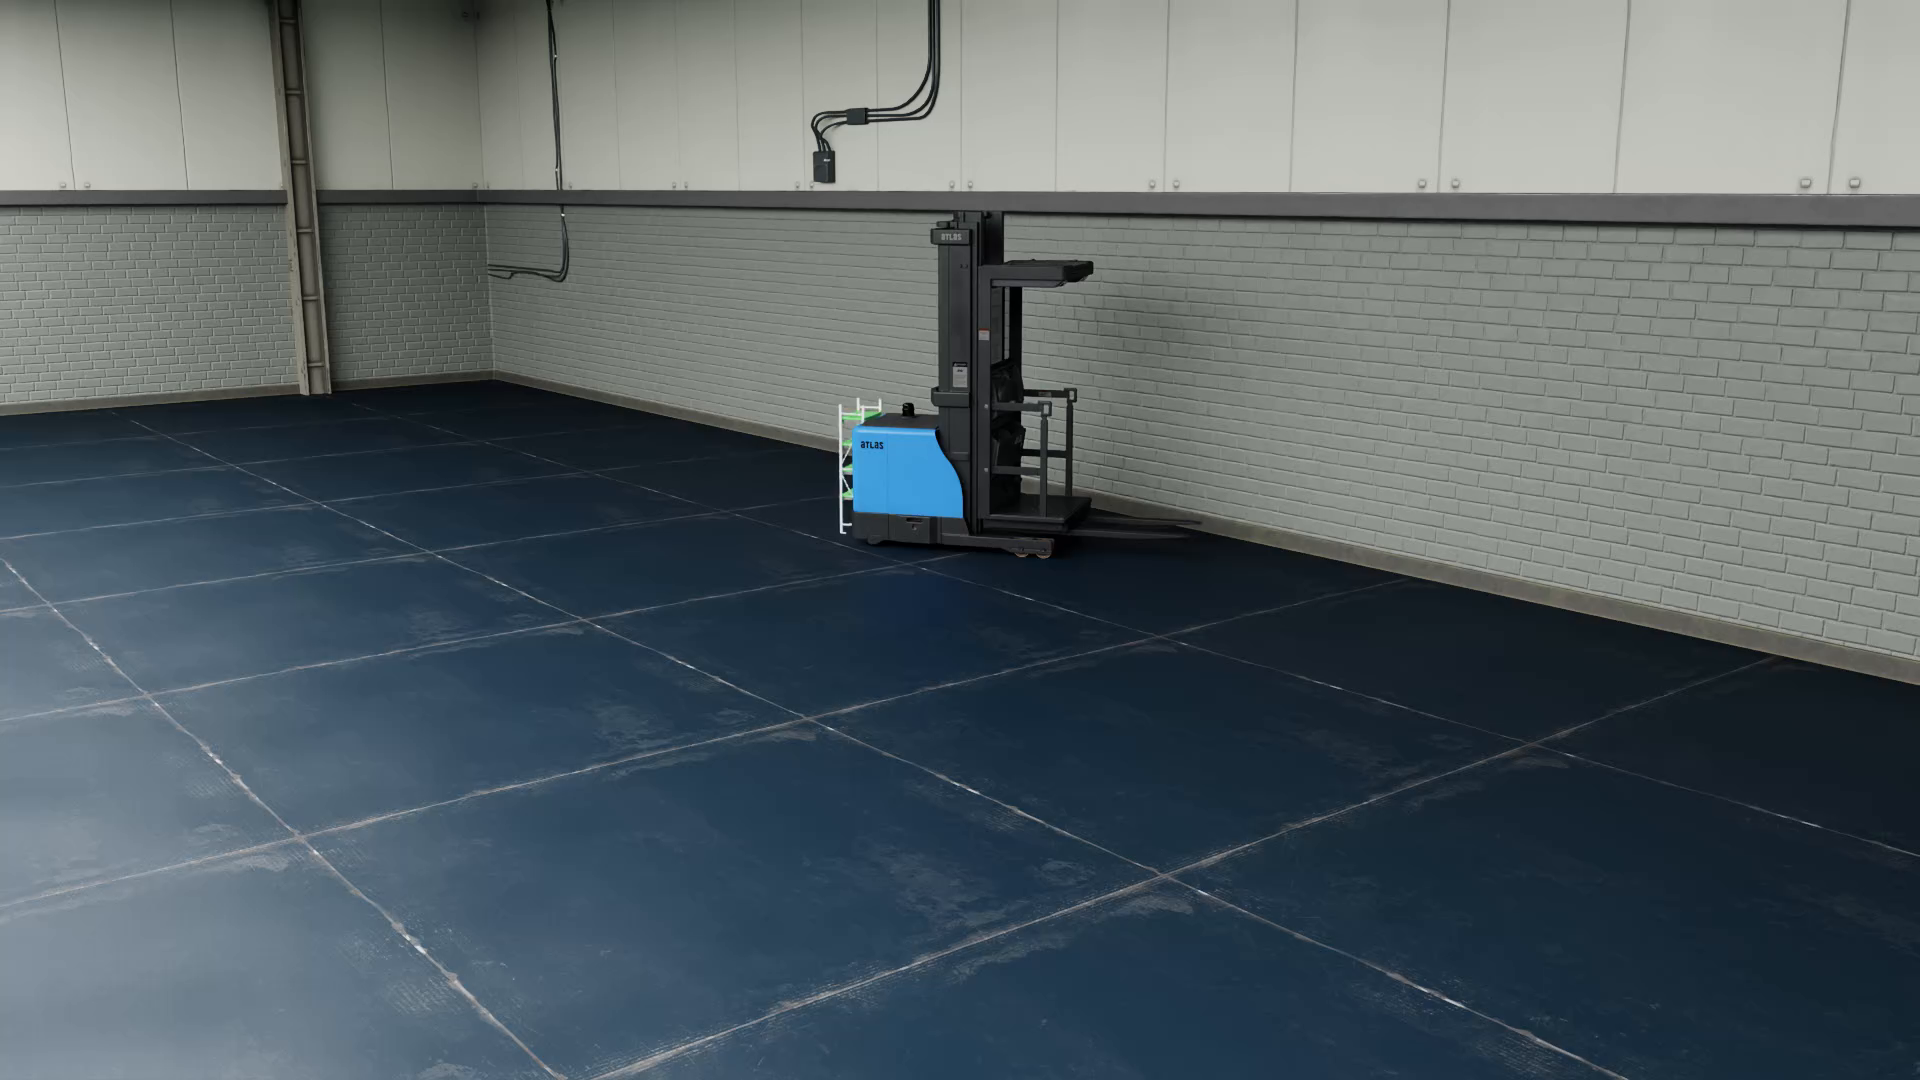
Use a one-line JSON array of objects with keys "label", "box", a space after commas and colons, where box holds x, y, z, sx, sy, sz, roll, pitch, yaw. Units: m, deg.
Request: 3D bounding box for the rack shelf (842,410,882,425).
[{"label": "rack shelf", "box": [-0.919, -1.100, 15.412, 0.258, 0.148, 0.480, 4, 13, 15]}]

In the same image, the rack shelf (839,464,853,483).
[{"label": "rack shelf", "box": [-0.923, -0.631, 15.513, 0.258, 0.148, 0.480, 4, 13, 15]}]

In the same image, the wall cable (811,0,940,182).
[{"label": "wall cable", "box": [-0.979, -6.973, 18.116, 0.169, 6.003, 2.305, -9, 15, -38]}]

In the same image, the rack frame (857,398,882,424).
[{"label": "rack frame", "box": [-0.855, -0.742, 15.729, 0.240, 1.200, 0.015, 4, 13, 15]}]

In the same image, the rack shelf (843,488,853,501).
[{"label": "rack shelf", "box": [-0.925, -0.396, 15.563, 0.258, 0.148, 0.480, 4, 13, 15]}]

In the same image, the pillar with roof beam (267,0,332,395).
[{"label": "pillar with roof beam", "box": [-7.335, -5.985, 21.651, 0.400, 9.000, 9.100, -9, 15, -38]}]

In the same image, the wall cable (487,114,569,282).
[{"label": "wall cable", "box": [-6.898, -5.332, 26.052, 0.112, 2.526, 3.097, -9, 15, -38]}]

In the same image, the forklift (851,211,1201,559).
[{"label": "forklift", "box": [0.604, -1.397, 14.650, 3.031, 2.935, 1.130, 4, 12, 16]}]

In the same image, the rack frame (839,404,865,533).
[{"label": "rack frame", "box": [-0.989, -0.645, 15.270, 0.240, 1.200, 0.015, 4, 13, 15]}]

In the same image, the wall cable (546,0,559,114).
[{"label": "wall cable", "box": [-5.208, -7.364, 23.461, 0.112, 2.526, 3.097, -9, 15, -38]}]

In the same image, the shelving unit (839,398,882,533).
[{"label": "shelving unit", "box": [-0.922, -0.693, 15.499, 0.258, 1.200, 0.503, 4, 13, 15]}]

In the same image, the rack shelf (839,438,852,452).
[{"label": "rack shelf", "box": [-0.921, -0.865, 15.462, 0.258, 0.148, 0.480, 4, 13, 15]}]
